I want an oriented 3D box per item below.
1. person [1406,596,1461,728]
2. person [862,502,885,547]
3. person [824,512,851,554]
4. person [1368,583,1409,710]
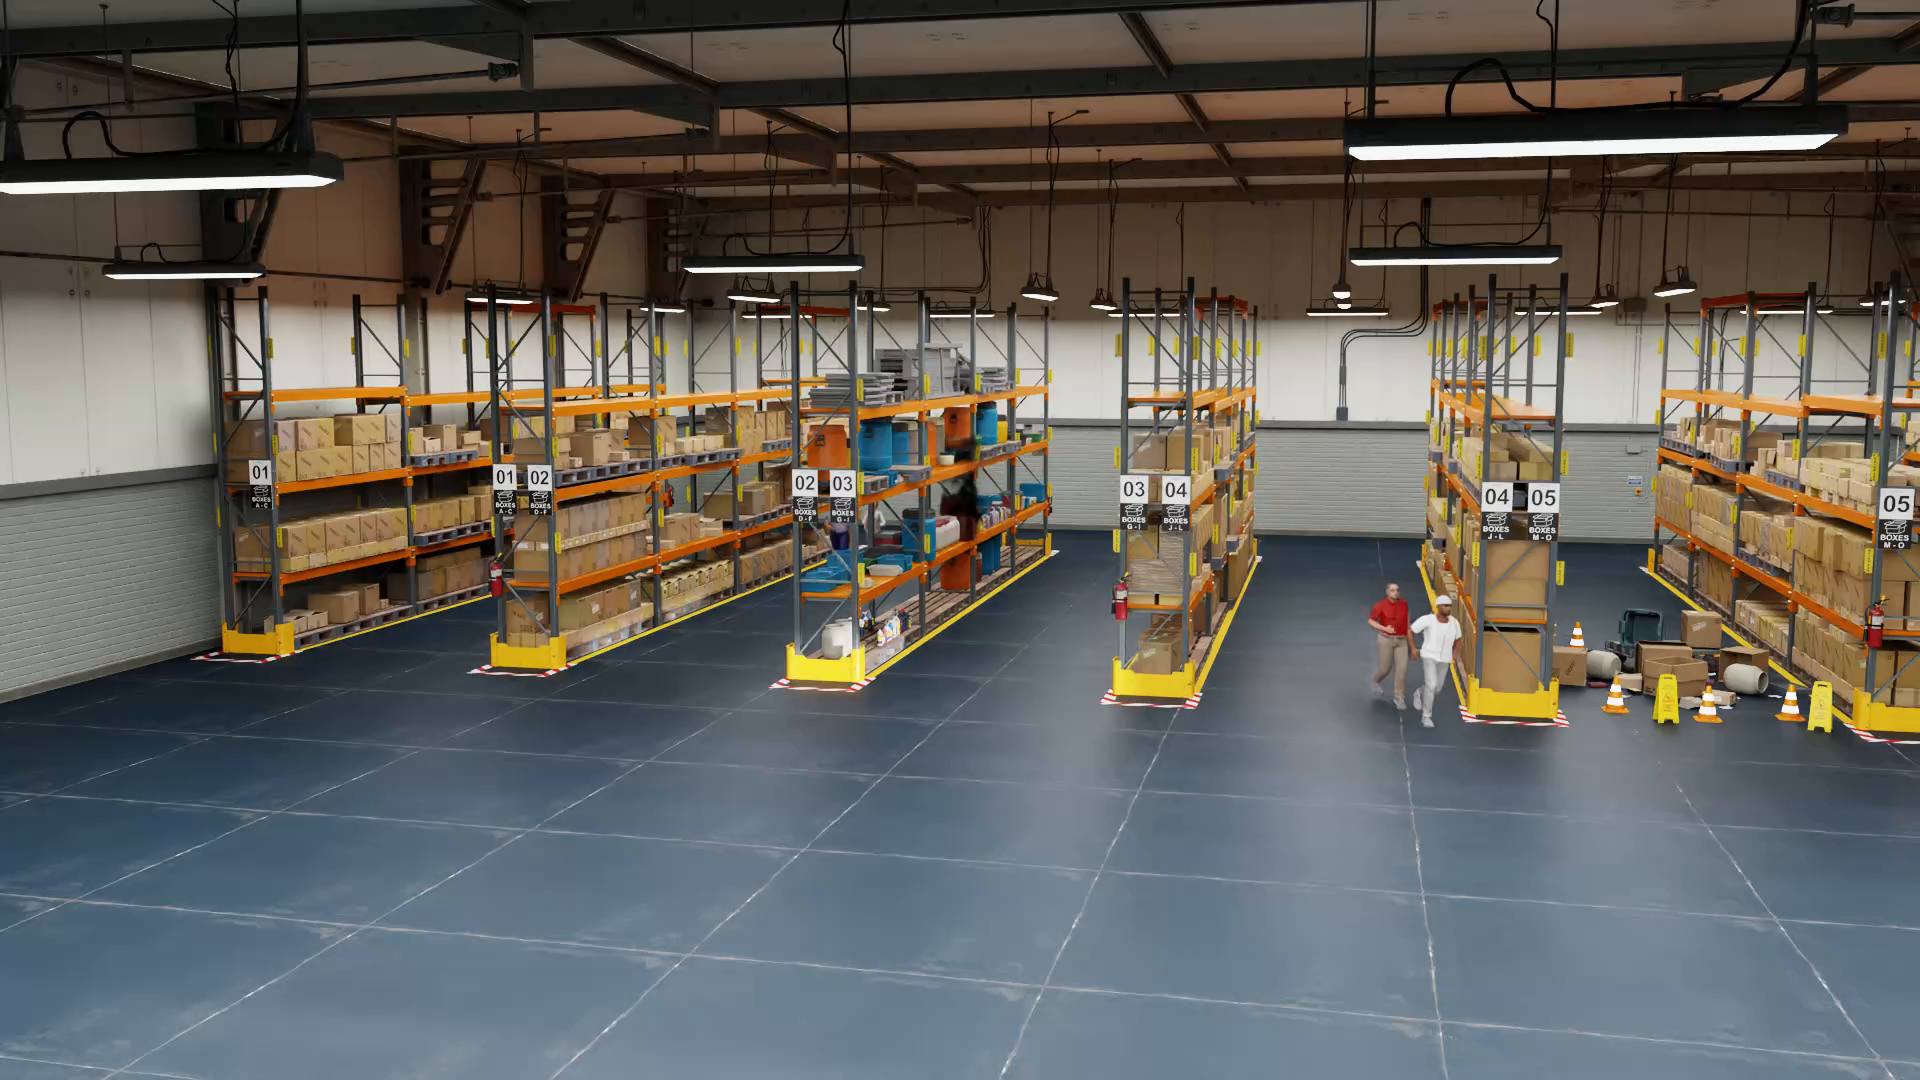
[{"bbox_3d":[6.386,1.596,22.352,0.746,1.728,0.824,-1,7,-9],"label":"person"},{"bbox_3d":[-1.989,-0.155,38.219,0.537,1.549,0.594,1,7,6],"label":"person"},{"bbox_3d":[-2.465,-0.032,34.046,0.613,1.646,0.692,1,7,10],"label":"person"},{"bbox_3d":[6.076,1.478,23.464,0.691,1.773,0.894,-1,7,-12],"label":"person"}]
